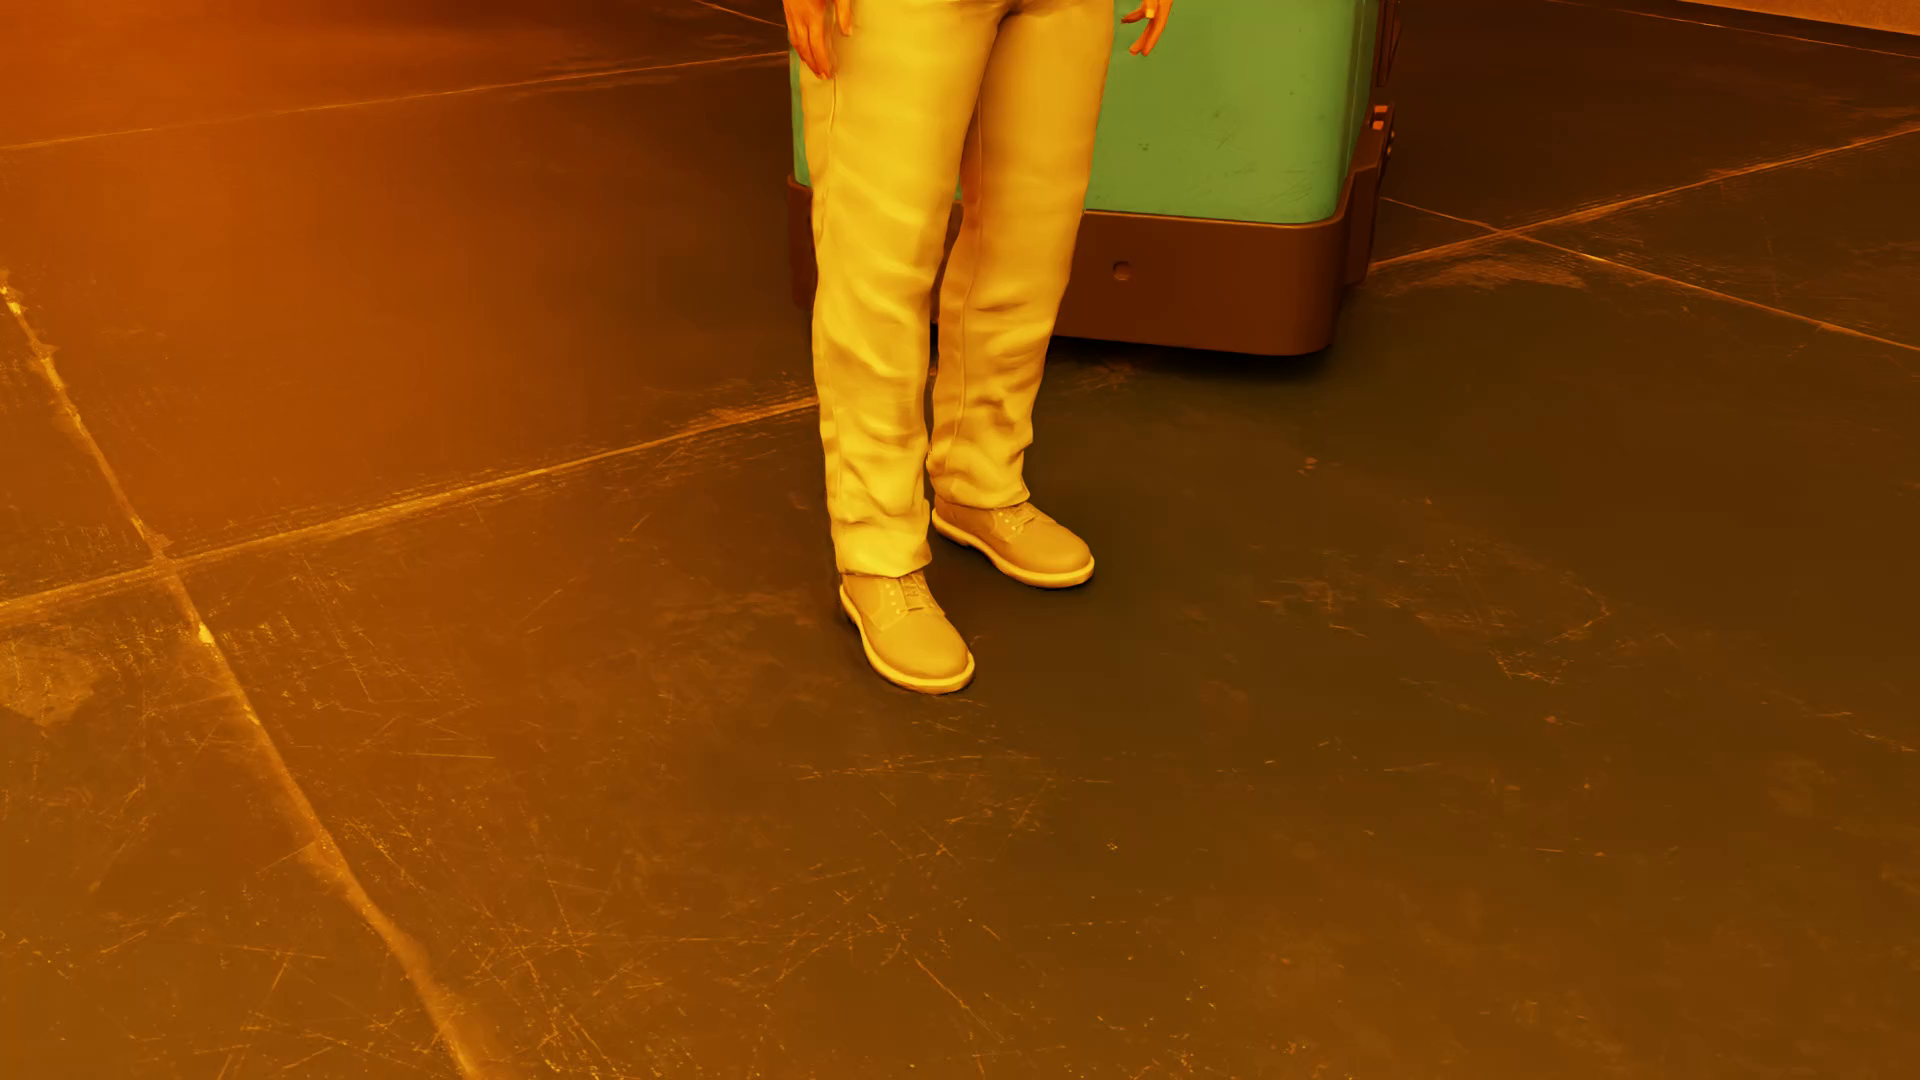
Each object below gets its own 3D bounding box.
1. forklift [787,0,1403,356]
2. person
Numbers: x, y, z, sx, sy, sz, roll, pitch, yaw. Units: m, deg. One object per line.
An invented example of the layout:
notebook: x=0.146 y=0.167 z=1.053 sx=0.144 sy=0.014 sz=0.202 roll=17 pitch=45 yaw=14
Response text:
forklift: x=0.561 y=-2.282 z=3.781 sx=1.130 sy=2.935 sz=3.031 roll=7 pitch=28 yaw=14
person: x=0.042 y=-0.706 z=2.049 sx=0.601 sy=1.672 sz=0.506 roll=-18 pitch=32 yaw=-32
